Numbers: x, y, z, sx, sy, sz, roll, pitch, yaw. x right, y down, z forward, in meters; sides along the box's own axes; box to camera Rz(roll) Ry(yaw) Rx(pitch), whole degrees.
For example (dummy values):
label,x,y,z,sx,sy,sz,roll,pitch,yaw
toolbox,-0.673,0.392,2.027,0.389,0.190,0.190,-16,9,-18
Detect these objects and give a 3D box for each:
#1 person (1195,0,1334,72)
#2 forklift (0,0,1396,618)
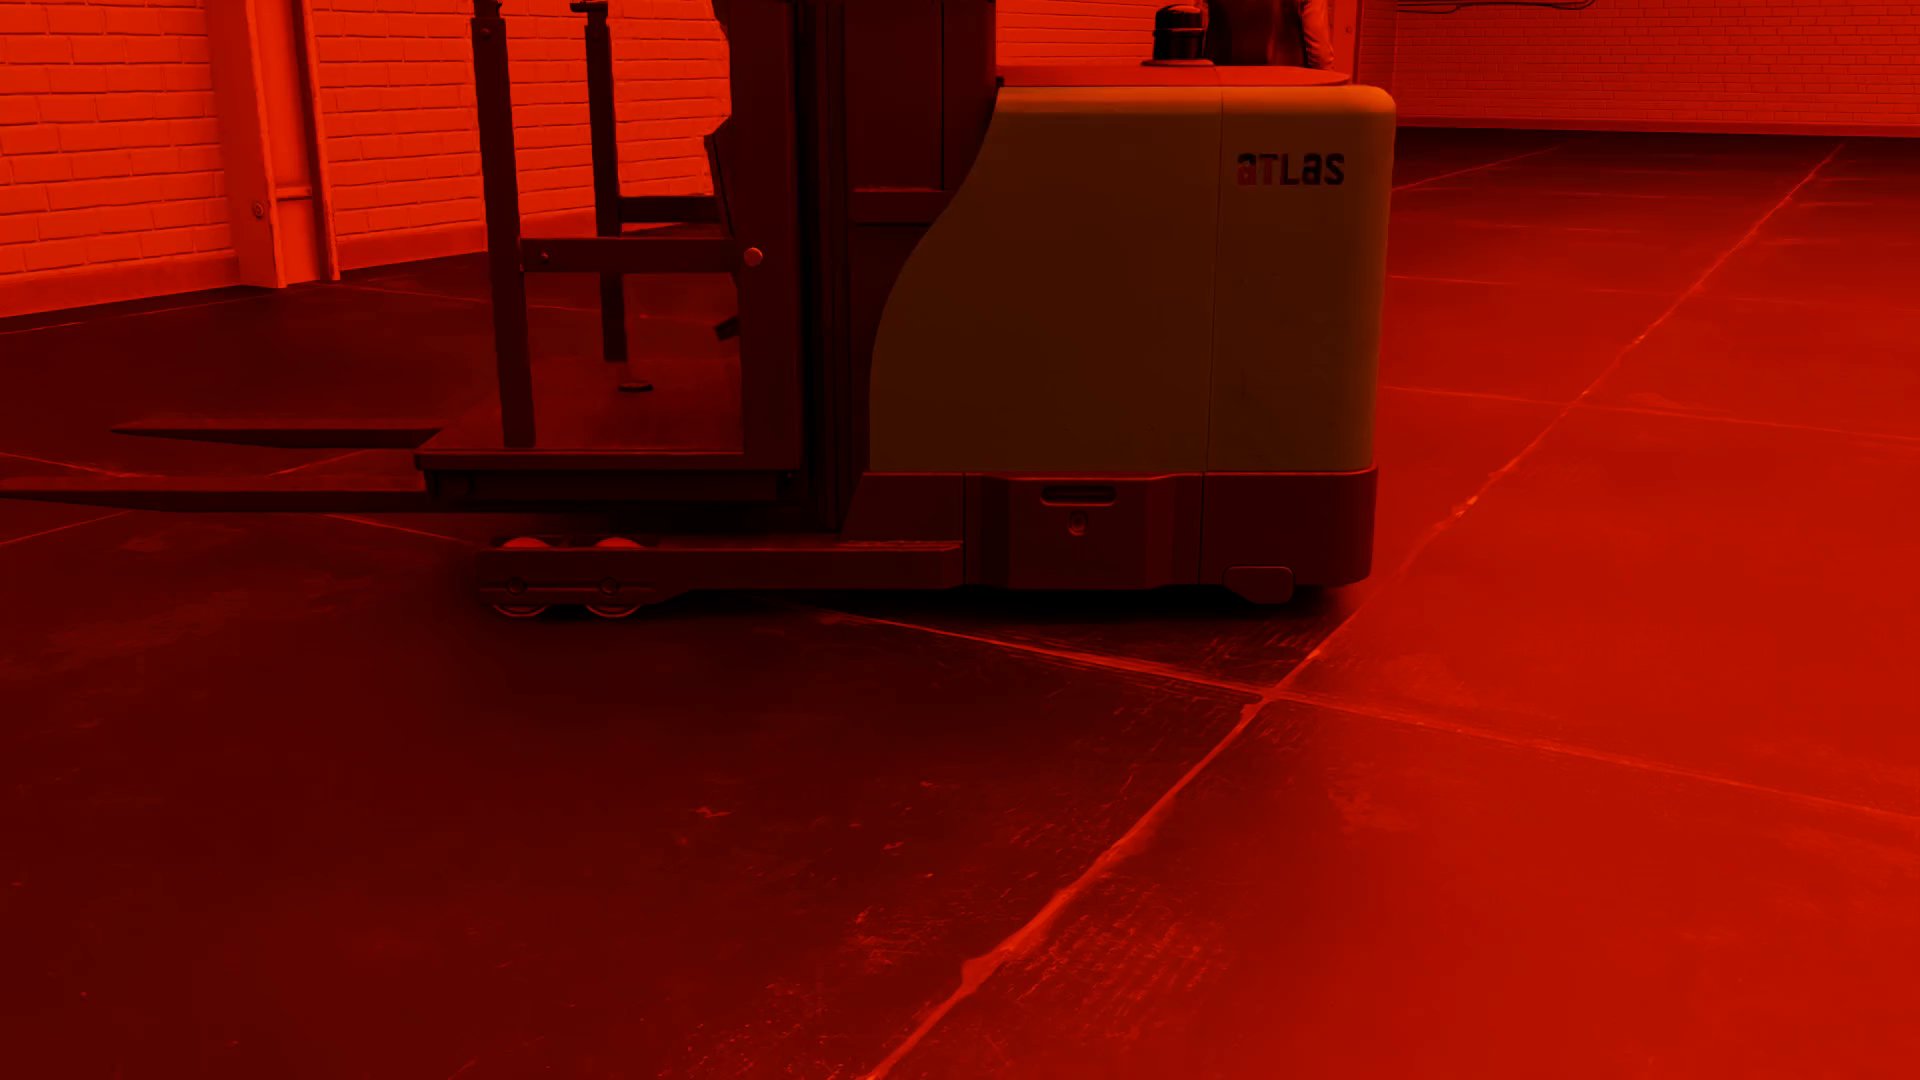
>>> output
label,x,y,z,sx,sy,sz,roll,pitch,yaw
person,1.211,-1.676,6.743,0.605,1.739,0.485,7,18,22
forklift,-0.637,-1.392,3.578,3.031,2.935,1.130,0,16,0
